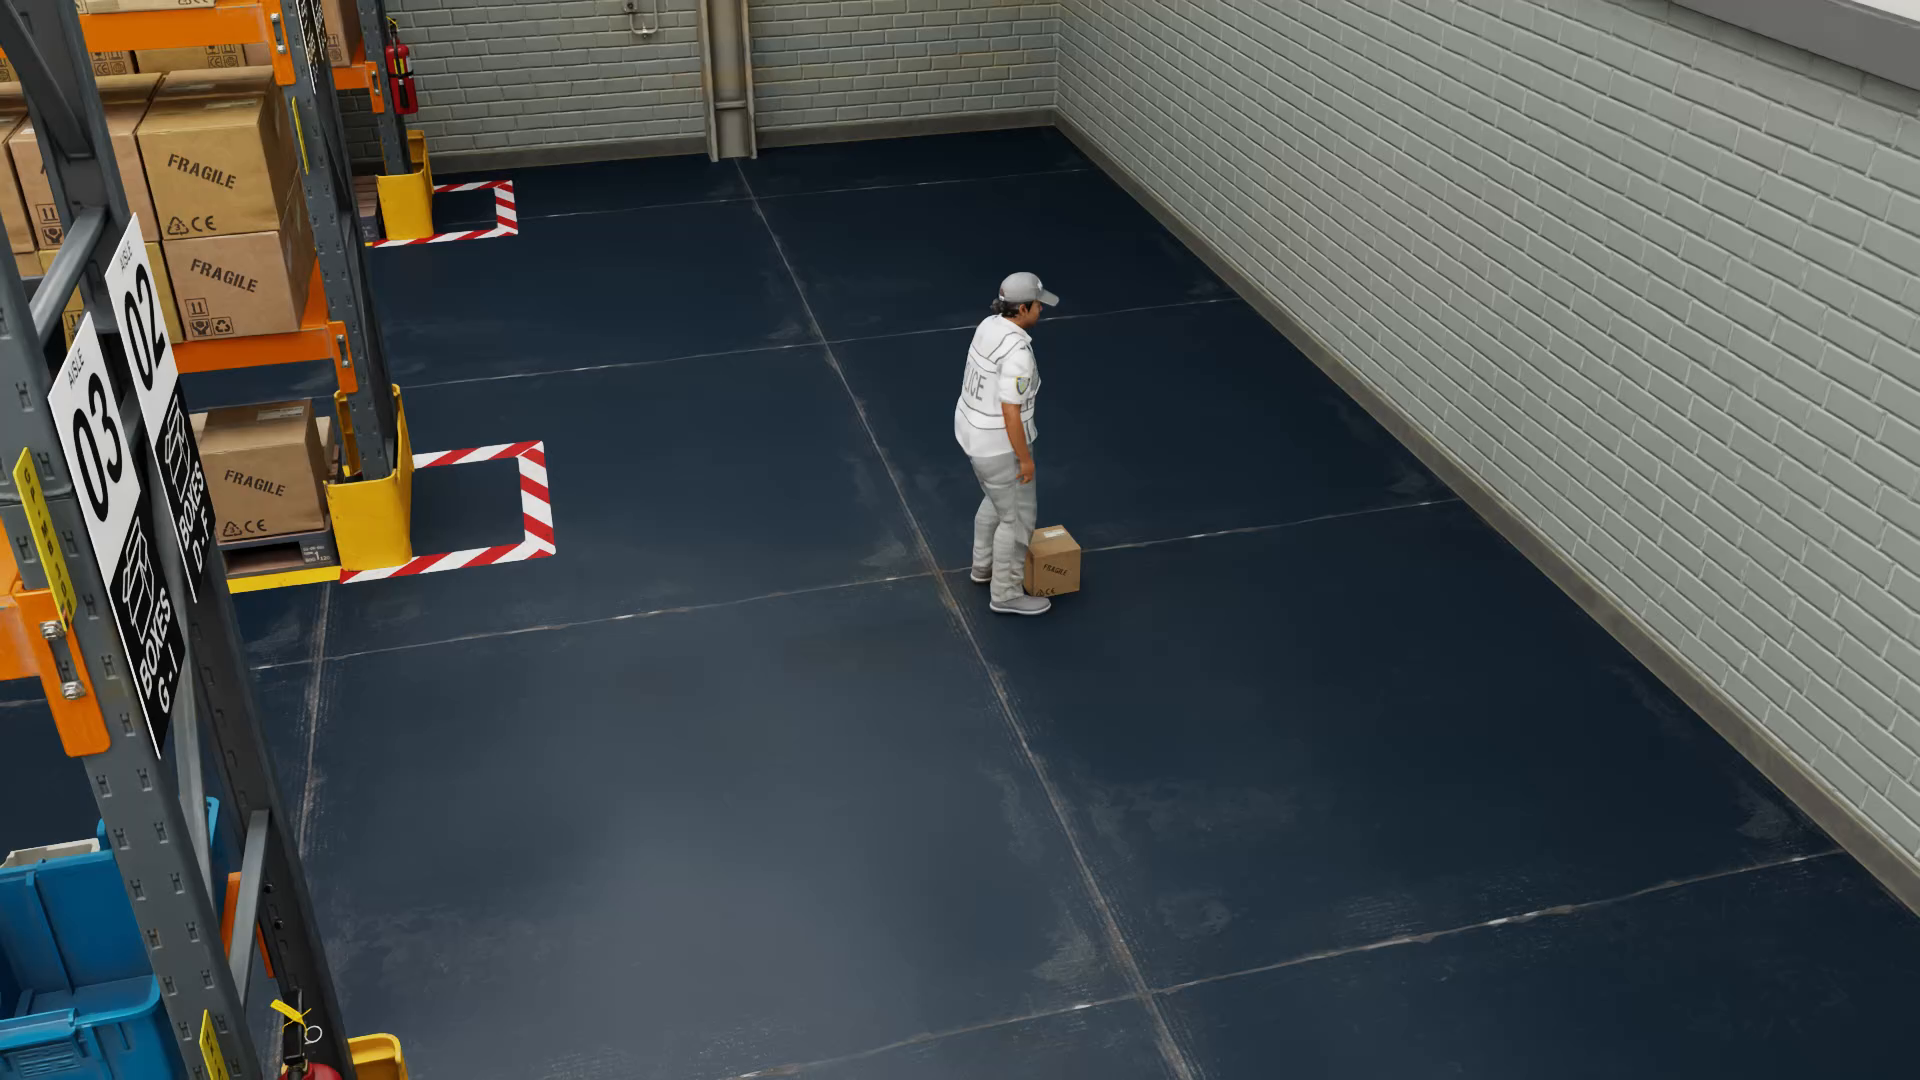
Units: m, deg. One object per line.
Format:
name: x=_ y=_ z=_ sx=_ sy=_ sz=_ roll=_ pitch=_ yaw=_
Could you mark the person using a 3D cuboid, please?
person: x=0.233 y=-0.470 z=7.924 sx=0.473 sy=1.666 sz=0.548 roll=-8 pitch=31 yaw=-14
